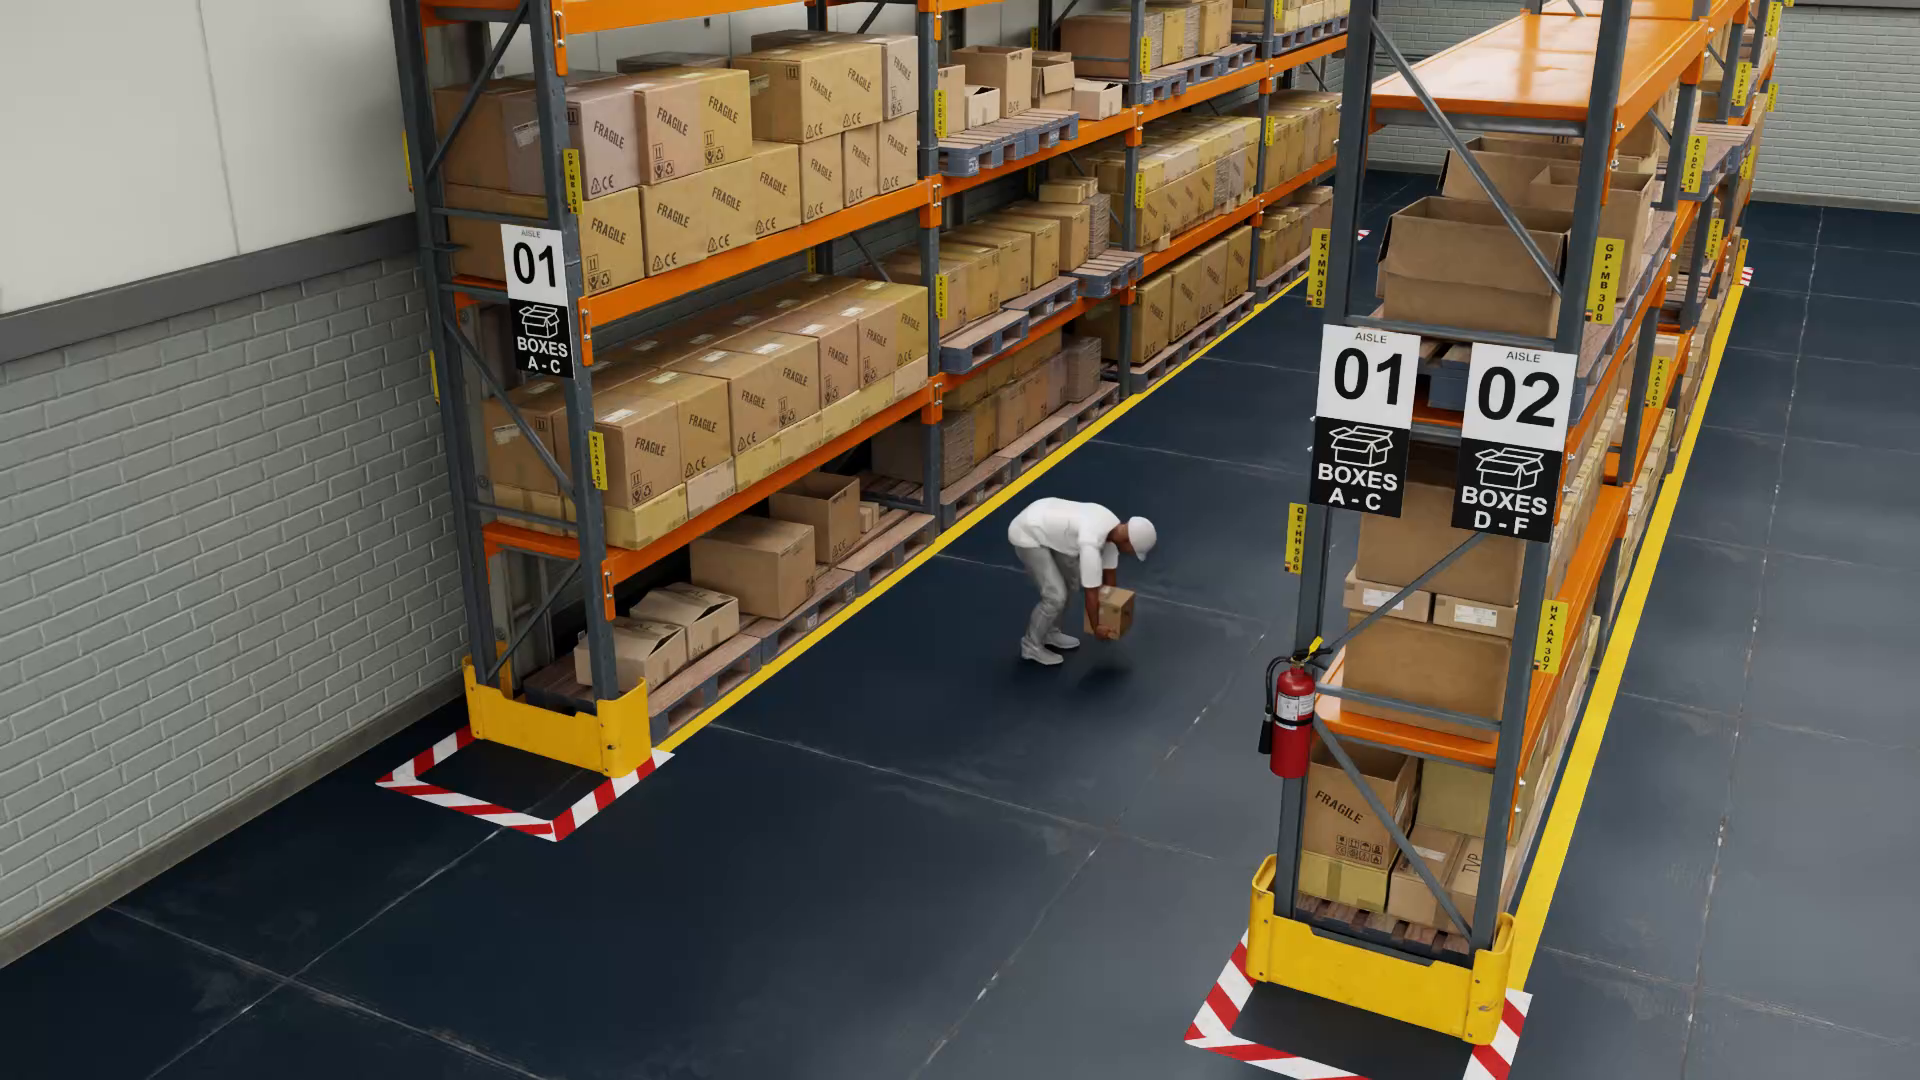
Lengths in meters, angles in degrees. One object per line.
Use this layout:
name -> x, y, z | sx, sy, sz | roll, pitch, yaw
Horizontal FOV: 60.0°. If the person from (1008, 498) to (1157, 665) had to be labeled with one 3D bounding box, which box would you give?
person -> 0.805, 0.284, 10.914 | 0.974, 1.088, 0.481 | 10, 25, 23
